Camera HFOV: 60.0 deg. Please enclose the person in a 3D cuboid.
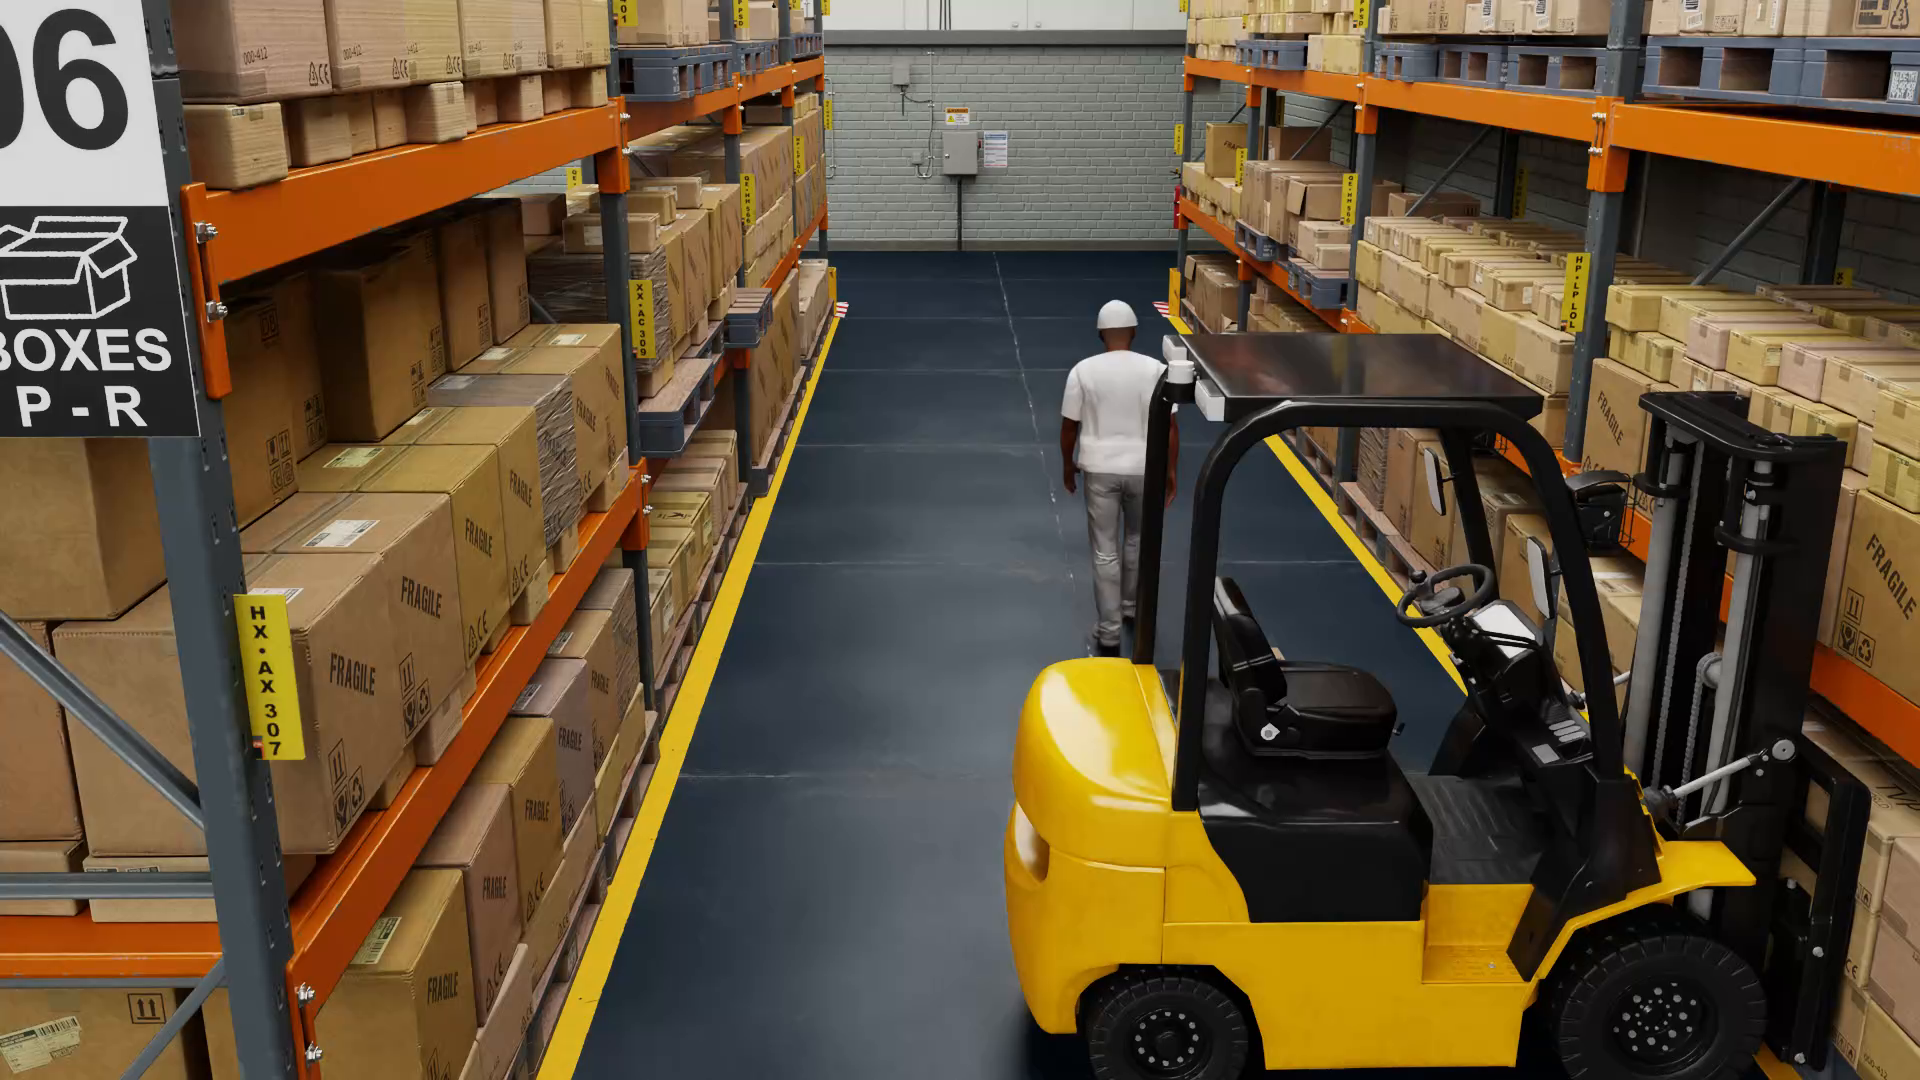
[{"bbox_3d":[0.821,-0.319,8.613,0.598,1.825,0.703,0,17,-1],"label":"person"}]
